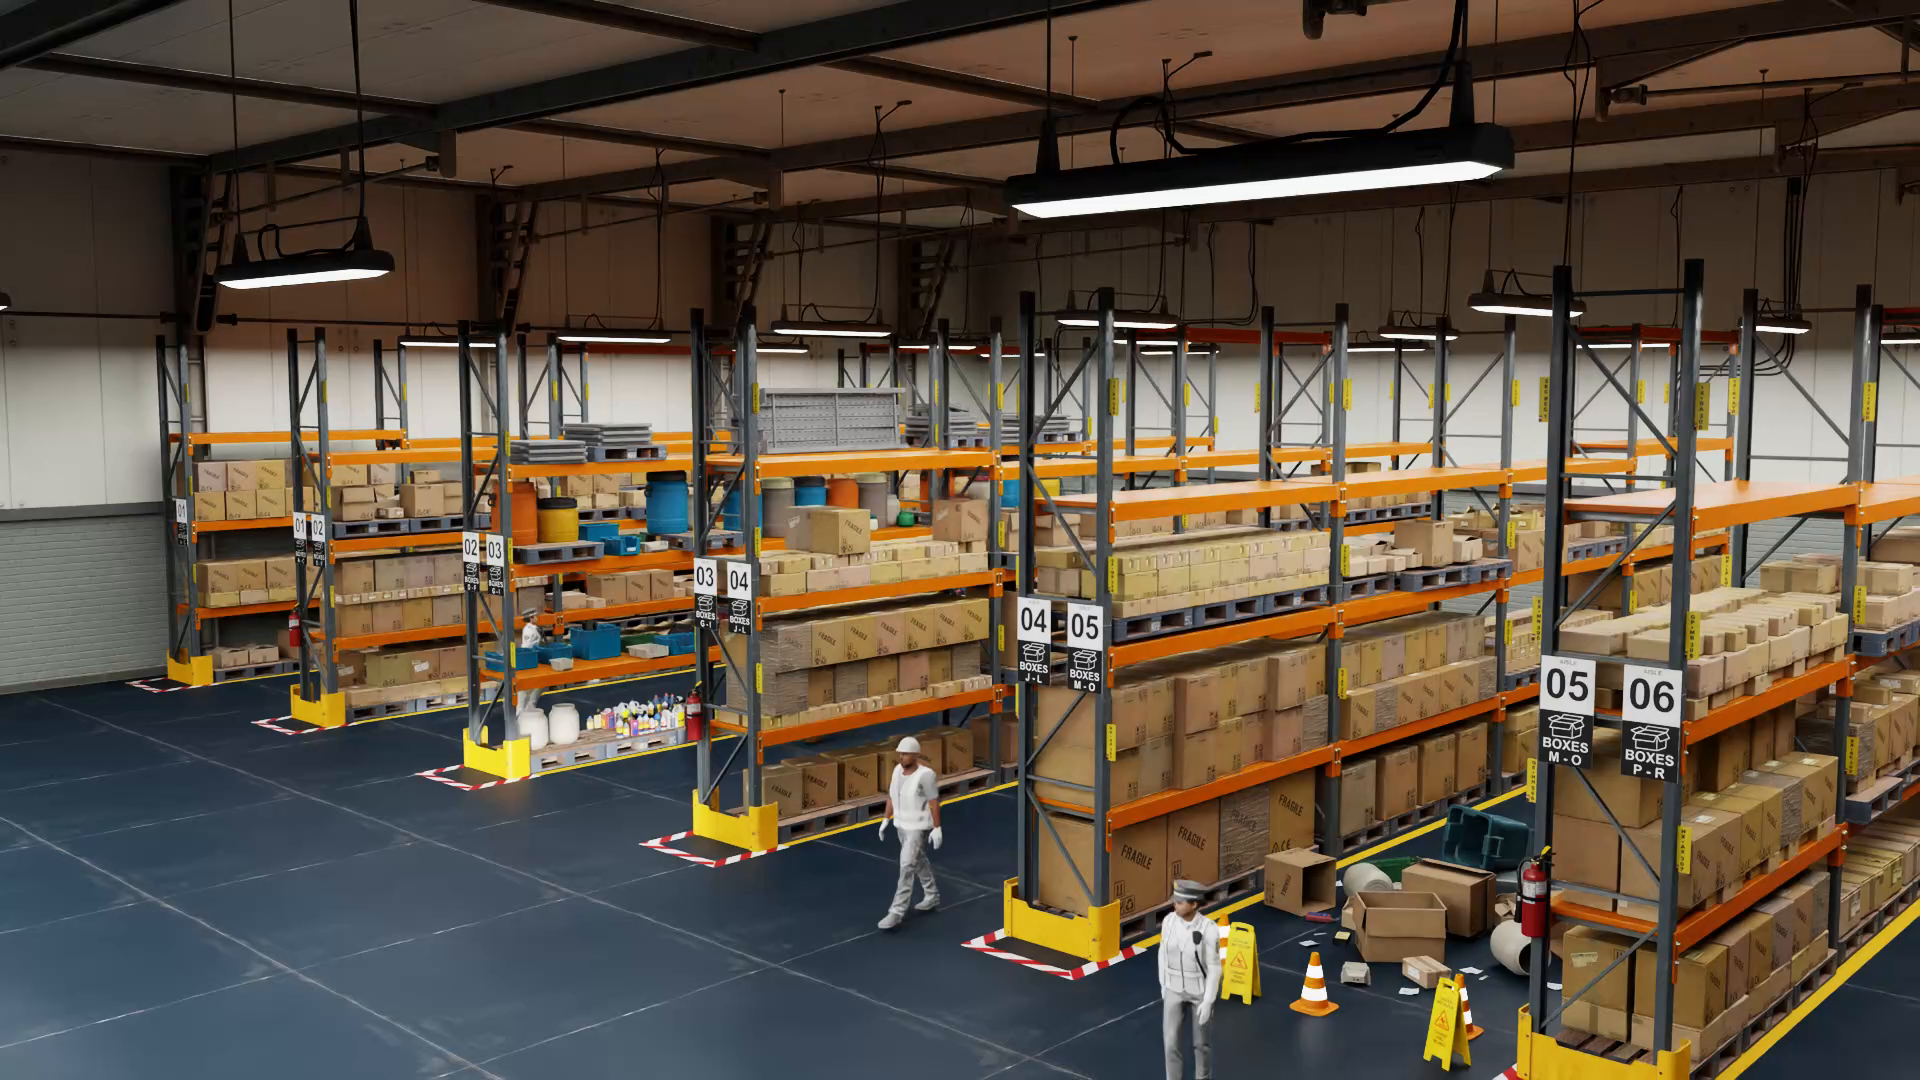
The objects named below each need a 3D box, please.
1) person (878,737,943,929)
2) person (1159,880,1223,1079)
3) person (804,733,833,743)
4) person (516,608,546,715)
[{"bbox_3d":[-0.524,2.766,15.997,0.925,1.737,0.605,-4,7,-39],"label":"person"},{"bbox_3d":[1.615,3.253,11.815,0.492,1.731,0.666,2,6,24],"label":"person"},{"bbox_3d":[-2.075,2.068,23.995,0.635,1.714,0.699,5,7,43],"label":"person"},{"bbox_3d":[-6.725,1.891,25.919,0.500,1.676,0.494,-4,7,-35],"label":"person"}]
